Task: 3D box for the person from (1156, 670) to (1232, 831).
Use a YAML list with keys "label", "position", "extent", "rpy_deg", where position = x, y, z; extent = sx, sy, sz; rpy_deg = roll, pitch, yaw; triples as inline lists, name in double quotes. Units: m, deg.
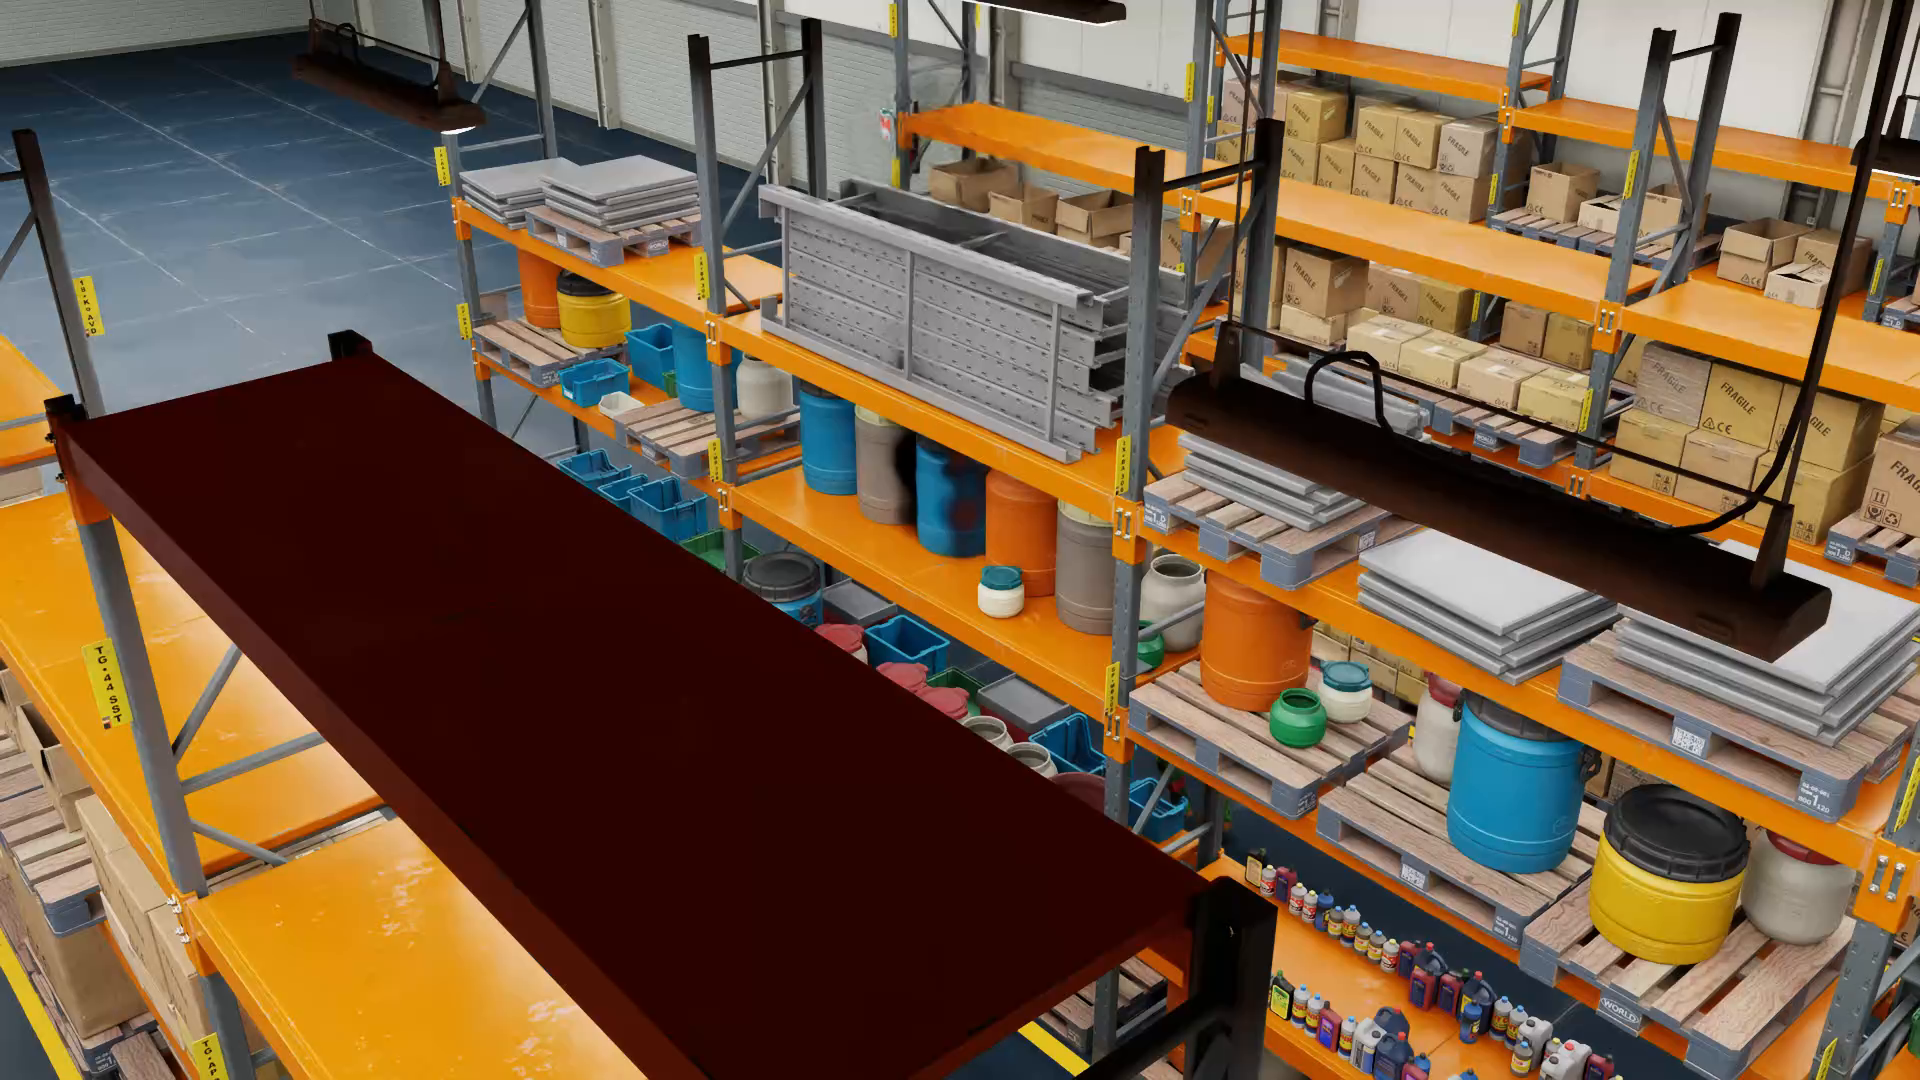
- label: "person"
  position: [1.813, 1.446, 12.758]
  extent: [0.705, 1.824, 0.632]
  rpy_deg: [21, 34, 36]
